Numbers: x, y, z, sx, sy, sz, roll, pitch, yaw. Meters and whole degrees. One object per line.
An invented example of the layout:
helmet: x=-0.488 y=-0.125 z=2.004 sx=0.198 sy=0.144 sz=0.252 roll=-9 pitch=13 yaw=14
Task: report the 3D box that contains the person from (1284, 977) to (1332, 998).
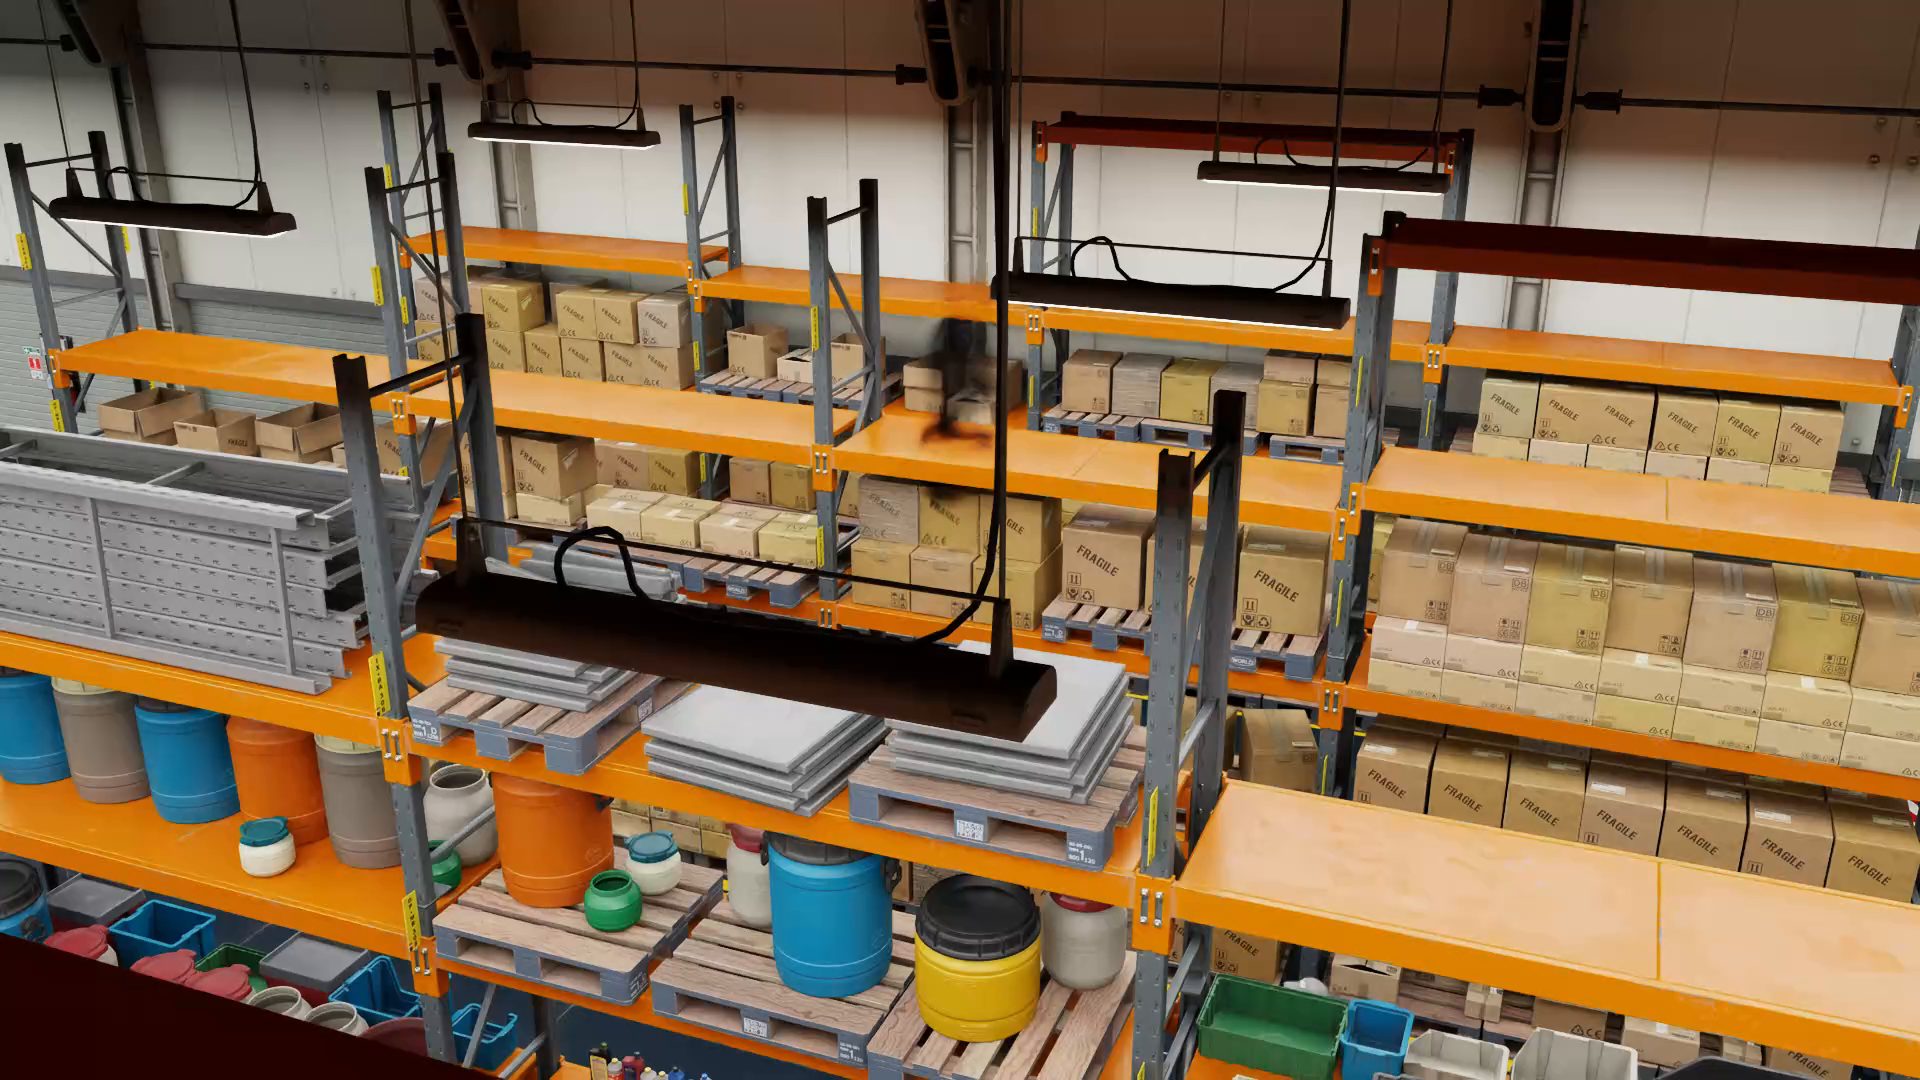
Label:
person: x=2.387 y=3.565 z=10.832 sx=0.670 sy=1.631 sz=0.636 roll=8 pitch=22 yaw=20
